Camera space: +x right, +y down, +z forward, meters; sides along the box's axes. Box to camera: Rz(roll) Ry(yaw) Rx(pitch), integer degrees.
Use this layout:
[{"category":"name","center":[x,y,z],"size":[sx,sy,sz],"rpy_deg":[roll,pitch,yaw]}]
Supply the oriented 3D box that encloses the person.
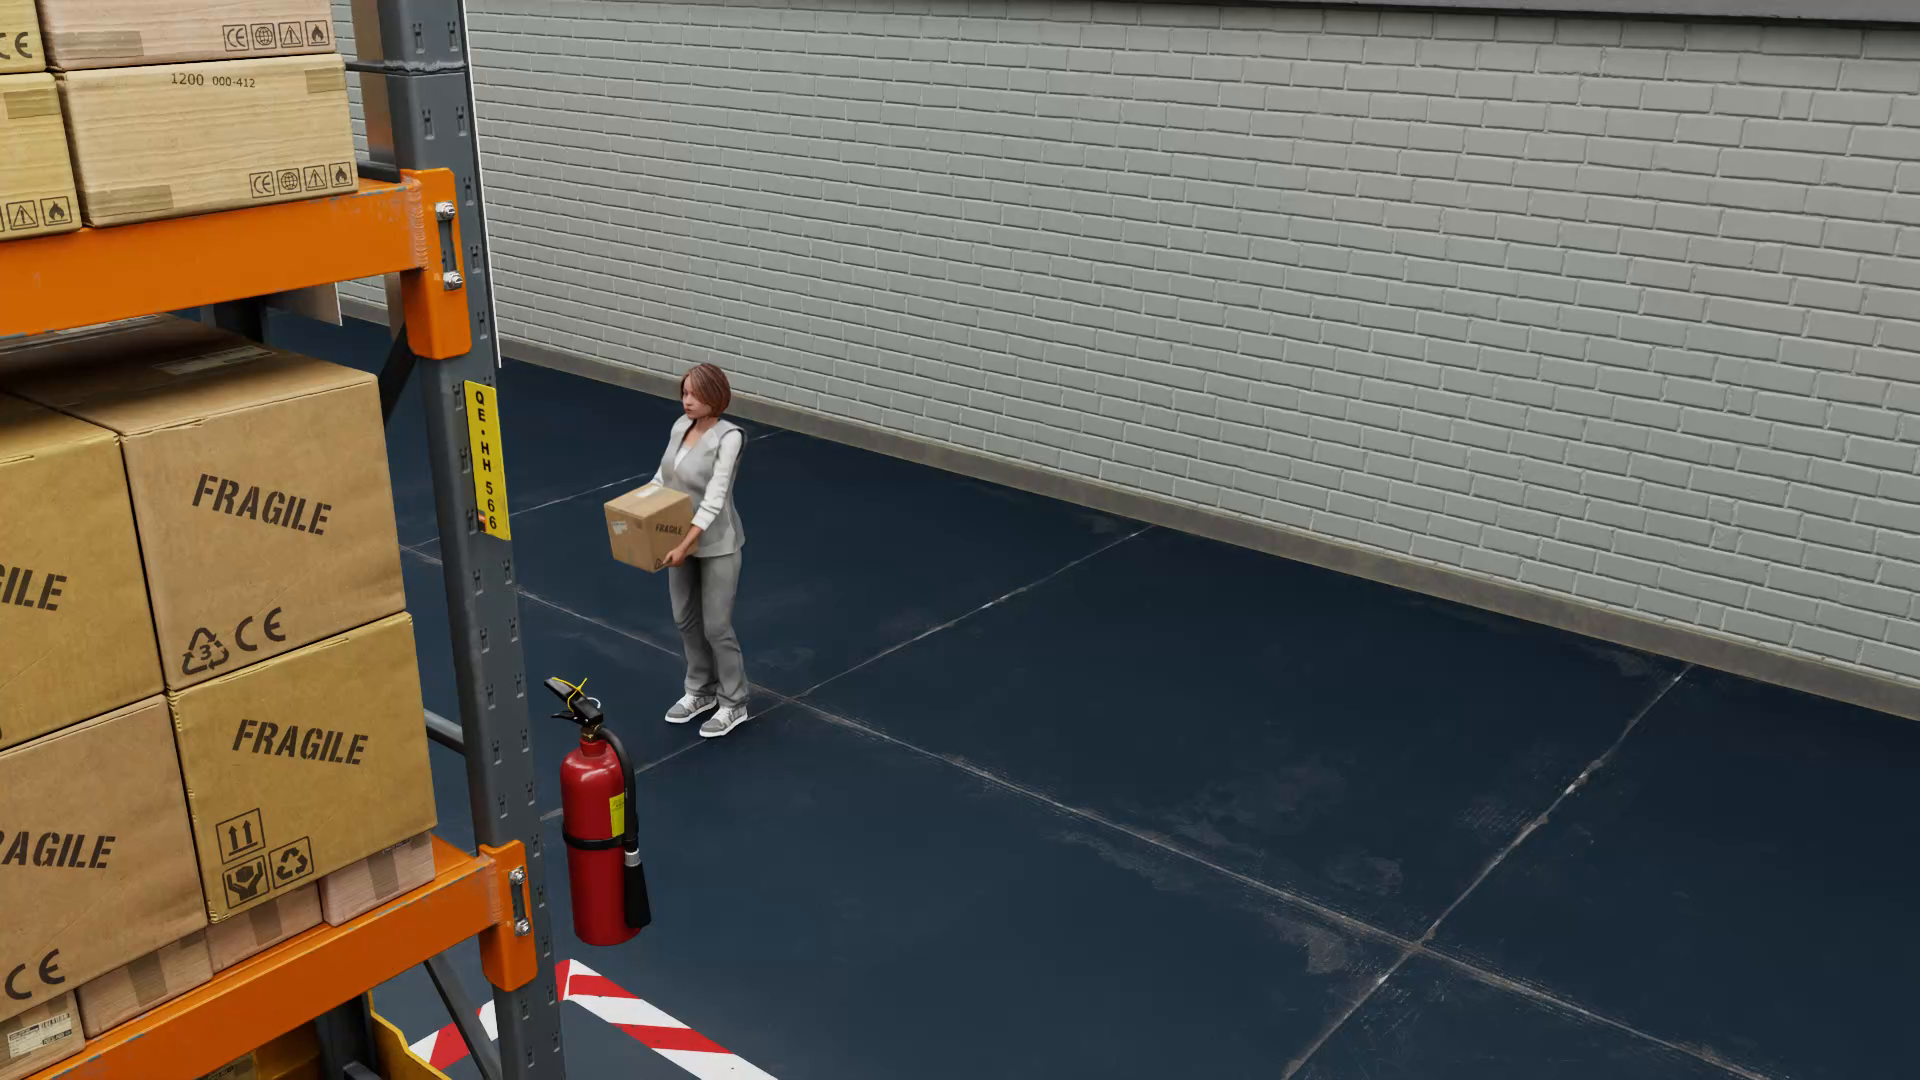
[{"category":"person","center":[-1.132,0.062,6.934],"size":[0.405,1.594,0.489],"rpy_deg":[17,26,37]}]
